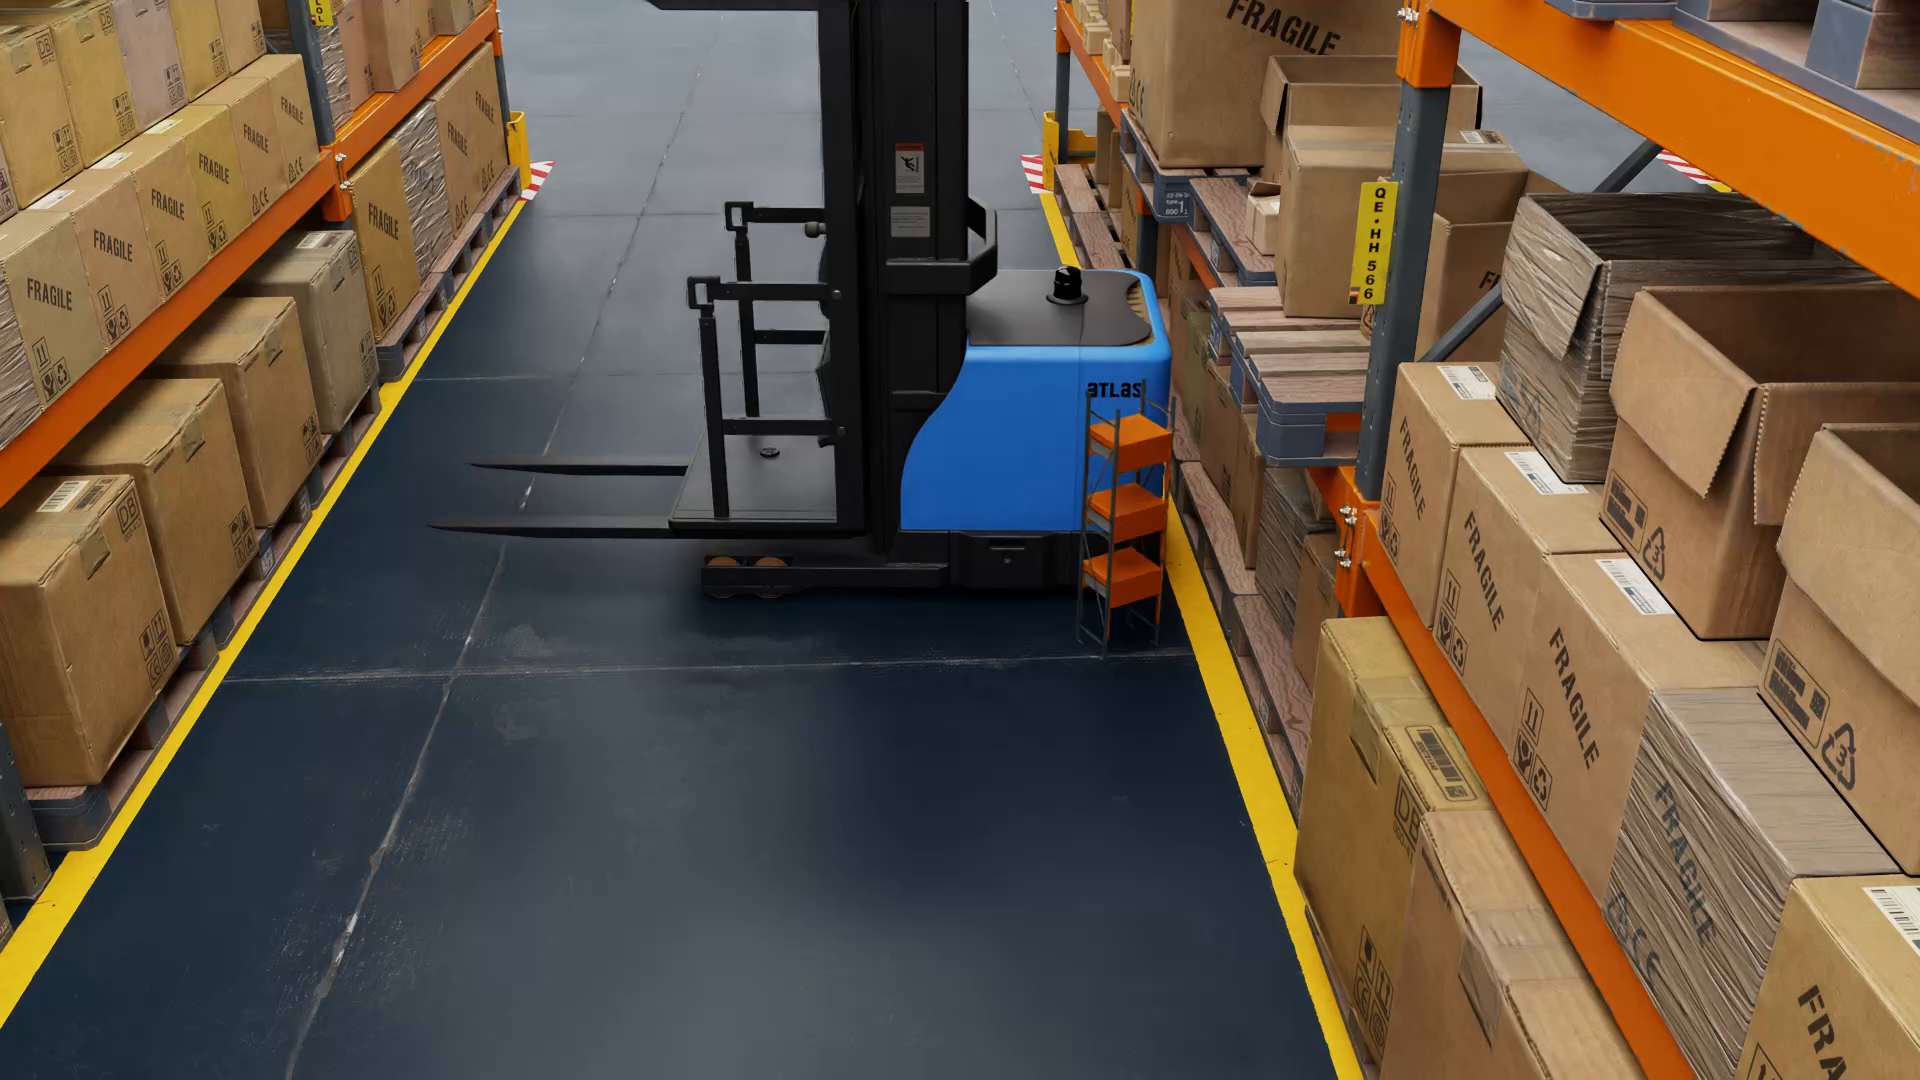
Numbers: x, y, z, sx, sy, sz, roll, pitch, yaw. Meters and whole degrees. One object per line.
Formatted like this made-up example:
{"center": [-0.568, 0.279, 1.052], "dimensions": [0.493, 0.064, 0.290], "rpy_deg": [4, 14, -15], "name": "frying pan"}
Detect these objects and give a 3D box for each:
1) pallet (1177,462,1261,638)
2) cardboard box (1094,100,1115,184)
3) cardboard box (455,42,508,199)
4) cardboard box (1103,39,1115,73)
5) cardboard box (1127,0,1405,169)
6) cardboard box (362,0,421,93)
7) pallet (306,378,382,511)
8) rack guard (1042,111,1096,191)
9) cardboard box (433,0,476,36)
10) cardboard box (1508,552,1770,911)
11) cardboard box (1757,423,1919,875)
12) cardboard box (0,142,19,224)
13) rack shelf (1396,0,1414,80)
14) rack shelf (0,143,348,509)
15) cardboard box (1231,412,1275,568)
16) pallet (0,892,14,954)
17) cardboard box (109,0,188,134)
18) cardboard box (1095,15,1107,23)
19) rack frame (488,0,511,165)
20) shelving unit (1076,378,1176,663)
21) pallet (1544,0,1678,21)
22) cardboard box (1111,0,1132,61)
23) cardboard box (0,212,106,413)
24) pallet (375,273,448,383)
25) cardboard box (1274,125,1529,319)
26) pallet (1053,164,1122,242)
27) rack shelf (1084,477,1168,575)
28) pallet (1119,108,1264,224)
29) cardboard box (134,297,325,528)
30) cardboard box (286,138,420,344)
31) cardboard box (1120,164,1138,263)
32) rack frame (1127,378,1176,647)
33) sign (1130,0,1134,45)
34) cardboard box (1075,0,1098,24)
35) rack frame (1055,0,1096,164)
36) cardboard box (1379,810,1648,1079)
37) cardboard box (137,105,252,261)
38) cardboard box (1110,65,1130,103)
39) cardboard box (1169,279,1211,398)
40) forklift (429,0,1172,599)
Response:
{"center": [1.515, 0.008, 7.006], "dimensions": [1.003, 0.211, 1.213], "rpy_deg": [-1, 28, -3], "name": "pallet"}
{"center": [1.213, -2.789, 11.603], "dimensions": [0.500, 0.500, 0.500], "rpy_deg": [4, 28, 7], "name": "cardboard box"}
{"center": [-3.660, -2.859, 11.332], "dimensions": [0.875, 0.875, 0.875], "rpy_deg": [-1, 28, -2], "name": "cardboard box"}
{"center": [1.038, -2.826, 9.697], "dimensions": [0.380, 0.149, 0.250], "rpy_deg": [-1, 28, -3], "name": "cardboard box"}
{"center": [1.308, -2.234, 7.188], "dimensions": [1.000, 1.000, 1.000], "rpy_deg": [-1, 28, -2], "name": "cardboard box"}
{"center": [-3.546, -2.822, 9.254], "dimensions": [0.875, 0.550, 0.550], "rpy_deg": [-1, 28, -3], "name": "cardboard box"}
{"center": [-3.437, -0.489, 7.958], "dimensions": [1.003, 0.211, 1.213], "rpy_deg": [-1, 28, -3], "name": "pallet"}
{"center": [1.201, -2.856, 12.186], "dimensions": [1.175, 0.500, 0.348], "rpy_deg": [-1, 28, -3], "name": "rack guard"}
{"center": [-3.646, -3.569, 10.688], "dimensions": [0.875, 0.550, 0.550], "rpy_deg": [-1, 28, -3], "name": "cardboard box"}
{"center": [1.428, 0.356, 3.216], "dimensions": [0.500, 0.500, 0.500], "rpy_deg": [-2, 28, -4], "name": "cardboard box"}
{"center": [1.710, 0.154, 2.518], "dimensions": [0.797, 0.503, 0.637], "rpy_deg": [-1, 28, -1], "name": "cardboard box"}
{"center": [-3.385, -1.161, 5.043], "dimensions": [0.700, 0.500, 0.500], "rpy_deg": [-2, 28, -3], "name": "cardboard box"}
{"center": [1.511, -2.240, 5.835], "dimensions": [1.077, 0.370, 4.000], "rpy_deg": [-1, 28, -3], "name": "rack shelf"}
{"center": [-3.448, -0.837, 6.389], "dimensions": [1.077, 0.370, 4.000], "rpy_deg": [-1, 28, -3], "name": "rack shelf"}
{"center": [1.482, -0.219, 6.653], "dimensions": [0.700, 0.500, 0.500], "rpy_deg": [1, 28, 2], "name": "cardboard box"}
{"center": [-3.304, 1.365, 4.404], "dimensions": [1.003, 0.211, 1.213], "rpy_deg": [-1, 28, -3], "name": "pallet"}
{"center": [-3.466, -1.867, 6.397], "dimensions": [0.700, 0.500, 0.500], "rpy_deg": [-1, 28, -2], "name": "cardboard box"}
{"center": [1.046, -3.174, 10.363], "dimensions": [0.380, 0.149, 0.250], "rpy_deg": [-1, 28, -3], "name": "cardboard box"}
{"center": [-3.761, -3.927, 11.535], "dimensions": [1.000, 3.000, 0.127], "rpy_deg": [-1, 28, -3], "name": "rack frame"}
{"center": [0.614, -0.062, 6.231], "dimensions": [0.252, 1.050, 0.215], "rpy_deg": [-15, 32, -27], "name": "shelving unit"}
{"center": [1.702, -1.256, 3.374], "dimensions": [1.213, 0.211, 1.003], "rpy_deg": [0, 28, 0], "name": "pallet"}
{"center": [1.327, -2.998, 9.325], "dimensions": [0.875, 0.500, 0.500], "rpy_deg": [-1, 28, -3], "name": "cardboard box"}
{"center": [-3.127, -0.725, 5.289], "dimensions": [0.500, 0.500, 0.500], "rpy_deg": [-2, 28, -3], "name": "cardboard box"}
{"center": [-3.514, -1.196, 9.315], "dimensions": [1.003, 0.211, 1.213], "rpy_deg": [-1, 28, -3], "name": "pallet"}
{"center": [1.418, -1.040, 5.437], "dimensions": [0.700, 0.500, 0.500], "rpy_deg": [3, 28, 5], "name": "cardboard box"}
{"center": [1.208, -2.352, 11.532], "dimensions": [1.003, 0.211, 1.213], "rpy_deg": [-1, 28, -3], "name": "pallet"}
{"center": [0.614, -0.053, 6.236], "dimensions": [0.240, 0.259, 0.215], "rpy_deg": [-15, 32, -27], "name": "rack shelf"}
{"center": [1.301, -1.711, 7.494], "dimensions": [1.003, 0.211, 1.213], "rpy_deg": [-1, 28, -3], "name": "pallet"}
{"center": [-3.384, -0.538, 7.017], "dimensions": [1.050, 0.750, 0.750], "rpy_deg": [-1, 28, -3], "name": "cardboard box"}
{"center": [-3.515, -1.616, 8.948], "dimensions": [0.875, 0.875, 0.875], "rpy_deg": [-1, 28, -2], "name": "cardboard box"}
{"center": [1.277, -1.965, 10.023], "dimensions": [0.500, 0.500, 0.500], "rpy_deg": [-4, 28, -7], "name": "cardboard box"}
{"center": [0.720, -0.091, 6.285], "dimensions": [0.008, 1.050, 0.200], "rpy_deg": [-15, 32, -27], "name": "rack frame"}
{"center": [0.865, -2.520, 7.901], "dimensions": [0.100, 0.325, 0.005], "rpy_deg": [-1, 28, -3], "name": "sign"}
{"center": [0.966, -3.519, 11.026], "dimensions": [0.380, 0.149, 0.250], "rpy_deg": [-1, 28, -3], "name": "cardboard box"}
{"center": [1.197, -4.000, 11.675], "dimensions": [1.000, 3.000, 0.127], "rpy_deg": [-1, 28, -3], "name": "rack frame"}
{"center": [1.669, 1.182, 3.584], "dimensions": [1.225, 0.875, 0.875], "rpy_deg": [-1, 28, -2], "name": "cardboard box"}
{"center": [-3.205, -1.423, 6.626], "dimensions": [0.500, 0.500, 0.500], "rpy_deg": [-1, 28, -2], "name": "cardboard box"}
{"center": [1.020, -2.479, 9.031], "dimensions": [0.380, 0.149, 0.250], "rpy_deg": [-1, 28, -3], "name": "cardboard box"}
{"center": [1.417, -0.955, 8.065], "dimensions": [0.700, 0.500, 0.500], "rpy_deg": [-3, 28, -7], "name": "cardboard box"}
{"center": [-0.681, -1.304, 6.581], "dimensions": [3.031, 2.935, 1.130], "rpy_deg": [0, 28, 1], "name": "forklift"}
